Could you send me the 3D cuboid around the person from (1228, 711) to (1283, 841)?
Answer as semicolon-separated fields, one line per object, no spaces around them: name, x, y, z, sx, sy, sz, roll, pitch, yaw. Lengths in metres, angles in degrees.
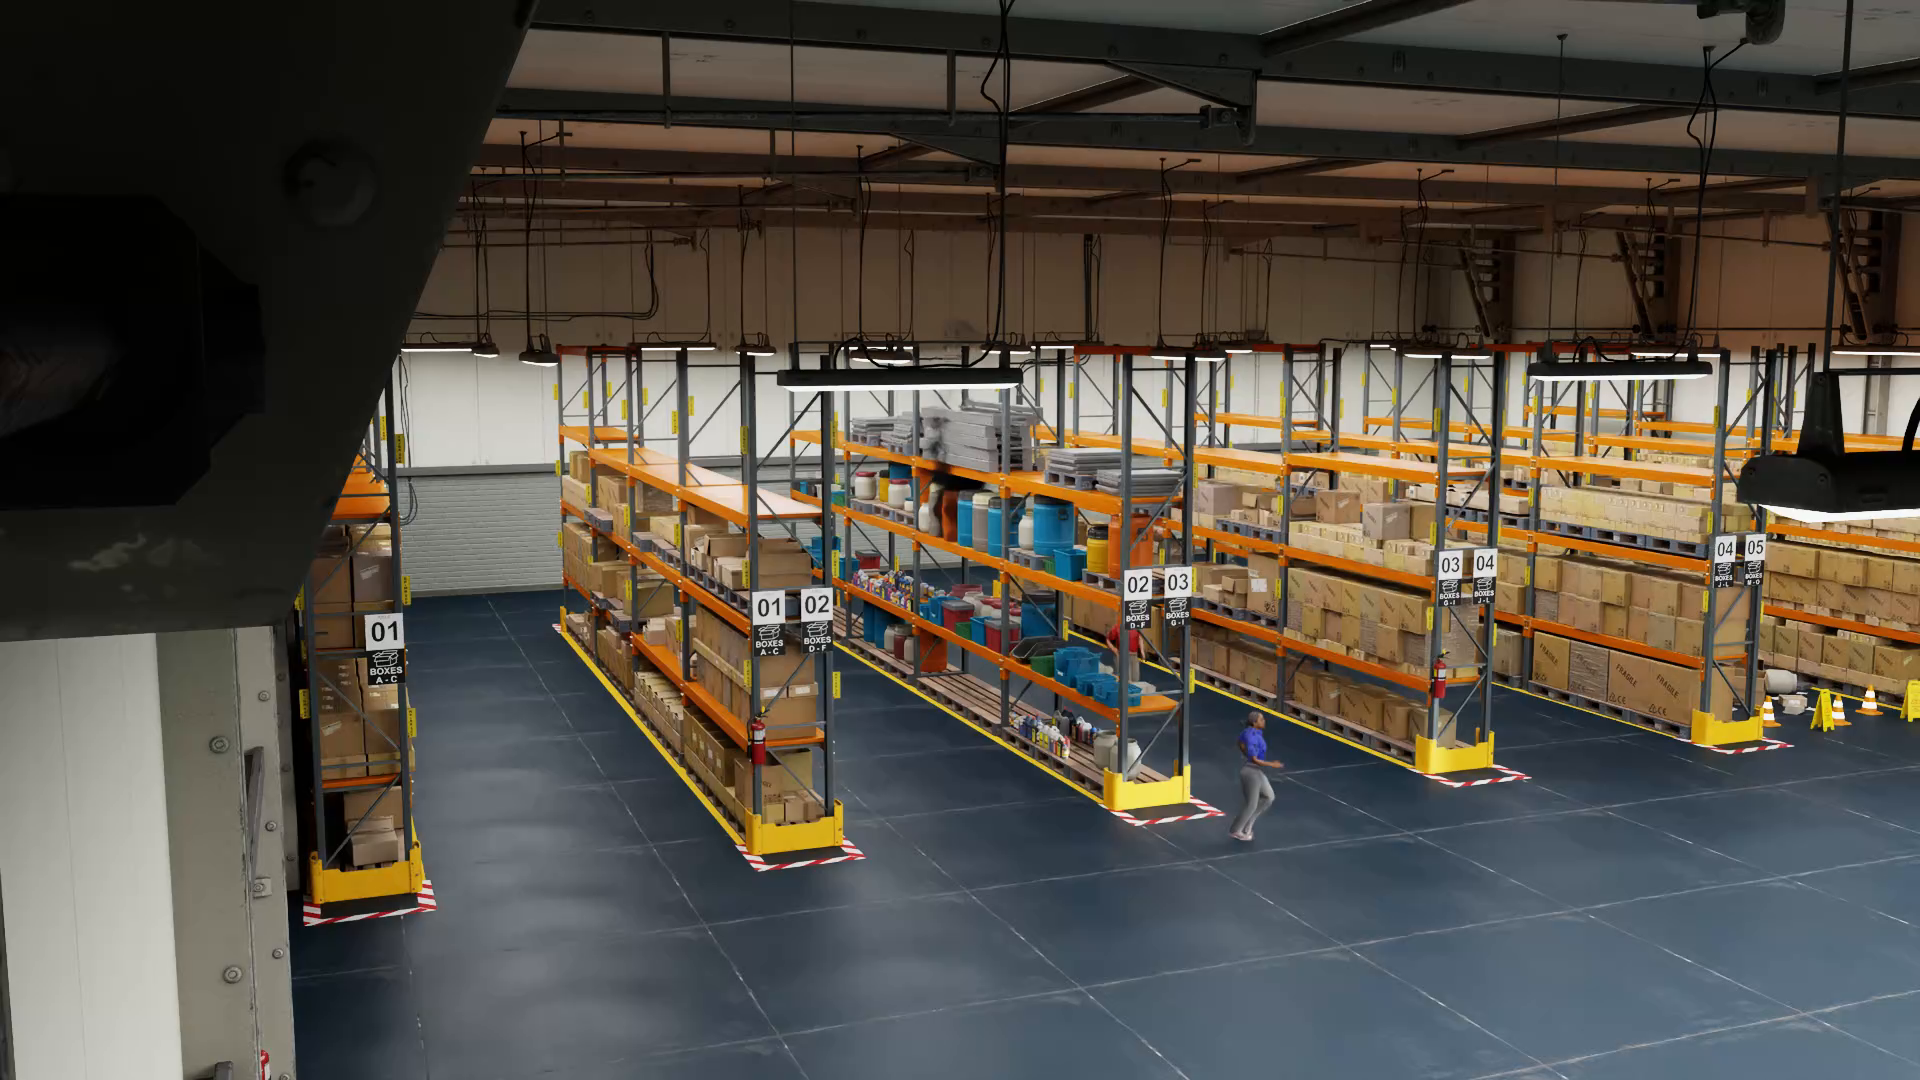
person;3.672;2.919;20.603;0.652;1.652;0.607;2;7;12

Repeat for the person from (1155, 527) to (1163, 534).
person;4.623;0.525;39.232;0.732;1.668;0.539;0;7;-1

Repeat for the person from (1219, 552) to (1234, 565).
person;6.855;0.141;42.344;0.558;1.657;0.574;-6;9;-37

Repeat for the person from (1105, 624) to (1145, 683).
person;2.750;1.966;27.797;0.705;1.675;0.708;-4;8;-27

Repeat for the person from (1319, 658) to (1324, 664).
person;6.805;1.487;31.704;0.607;1.686;0.902;-4;8;-27
